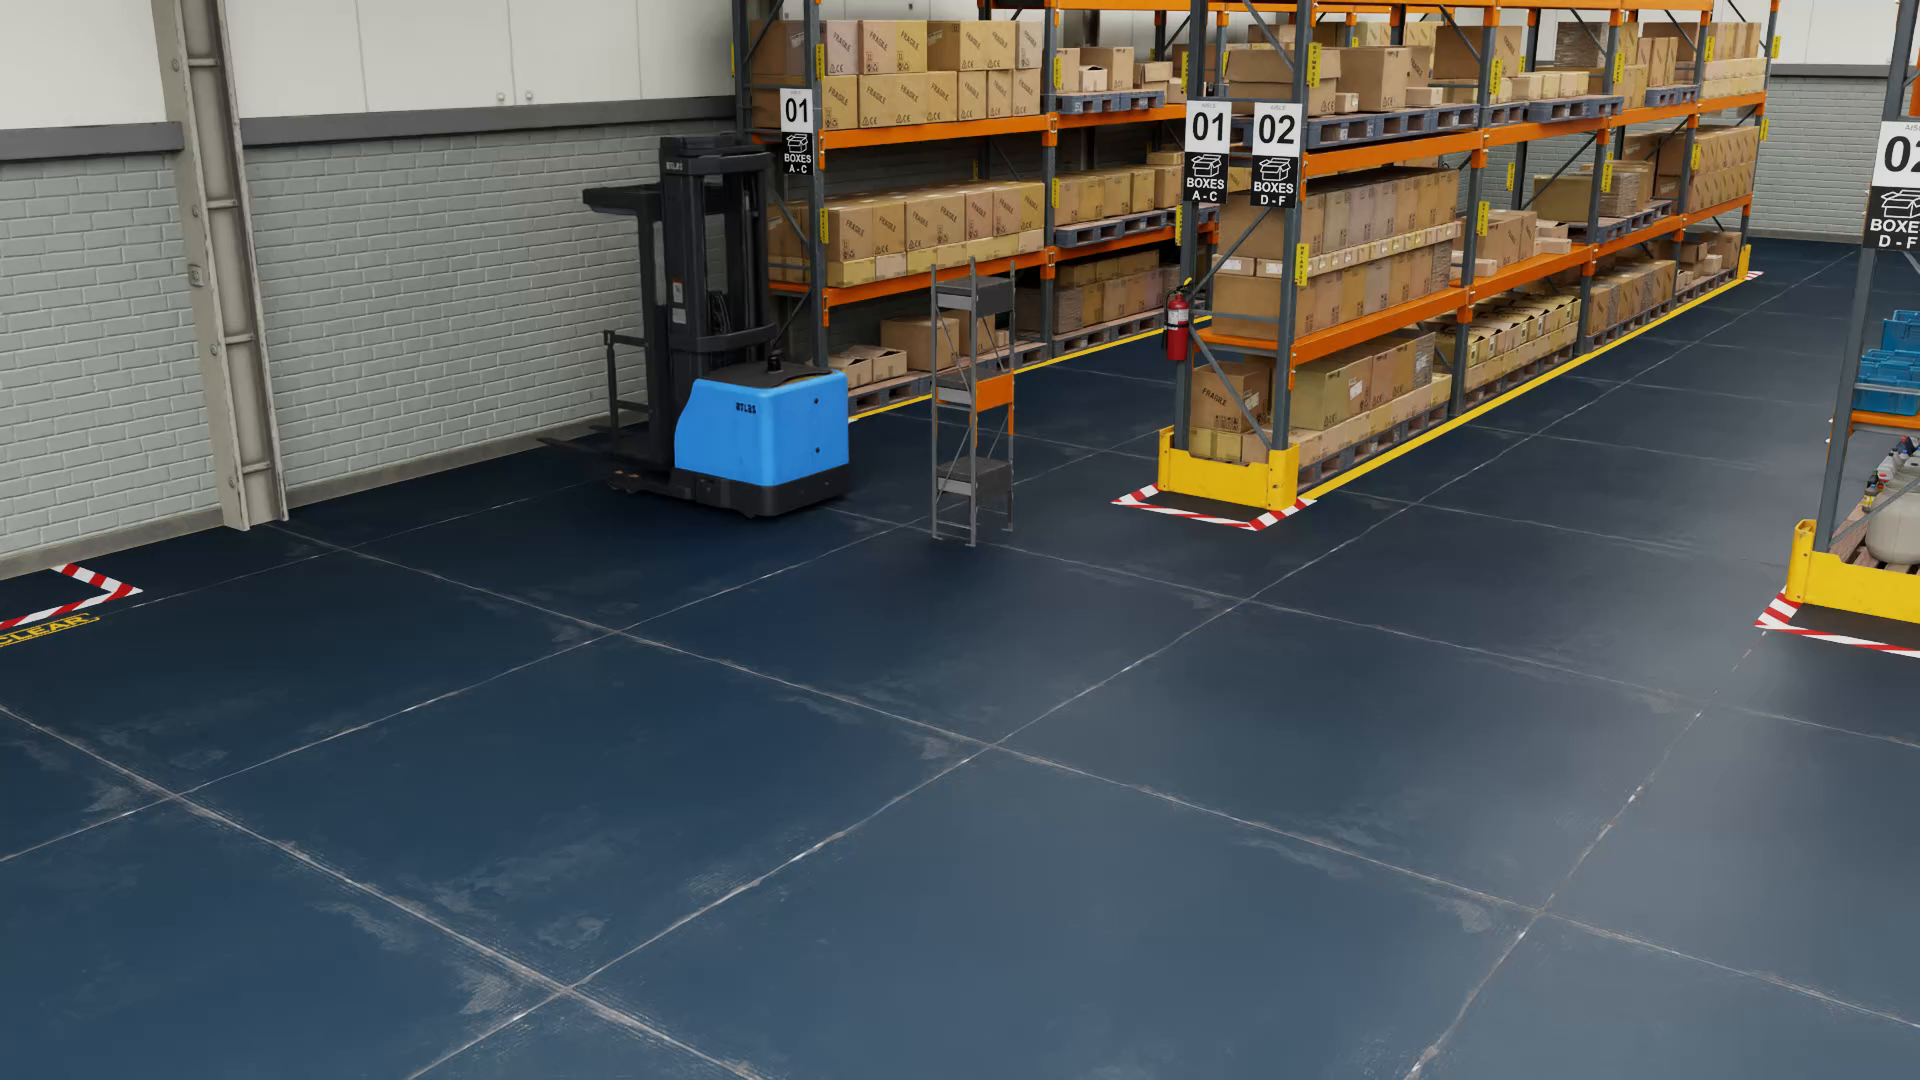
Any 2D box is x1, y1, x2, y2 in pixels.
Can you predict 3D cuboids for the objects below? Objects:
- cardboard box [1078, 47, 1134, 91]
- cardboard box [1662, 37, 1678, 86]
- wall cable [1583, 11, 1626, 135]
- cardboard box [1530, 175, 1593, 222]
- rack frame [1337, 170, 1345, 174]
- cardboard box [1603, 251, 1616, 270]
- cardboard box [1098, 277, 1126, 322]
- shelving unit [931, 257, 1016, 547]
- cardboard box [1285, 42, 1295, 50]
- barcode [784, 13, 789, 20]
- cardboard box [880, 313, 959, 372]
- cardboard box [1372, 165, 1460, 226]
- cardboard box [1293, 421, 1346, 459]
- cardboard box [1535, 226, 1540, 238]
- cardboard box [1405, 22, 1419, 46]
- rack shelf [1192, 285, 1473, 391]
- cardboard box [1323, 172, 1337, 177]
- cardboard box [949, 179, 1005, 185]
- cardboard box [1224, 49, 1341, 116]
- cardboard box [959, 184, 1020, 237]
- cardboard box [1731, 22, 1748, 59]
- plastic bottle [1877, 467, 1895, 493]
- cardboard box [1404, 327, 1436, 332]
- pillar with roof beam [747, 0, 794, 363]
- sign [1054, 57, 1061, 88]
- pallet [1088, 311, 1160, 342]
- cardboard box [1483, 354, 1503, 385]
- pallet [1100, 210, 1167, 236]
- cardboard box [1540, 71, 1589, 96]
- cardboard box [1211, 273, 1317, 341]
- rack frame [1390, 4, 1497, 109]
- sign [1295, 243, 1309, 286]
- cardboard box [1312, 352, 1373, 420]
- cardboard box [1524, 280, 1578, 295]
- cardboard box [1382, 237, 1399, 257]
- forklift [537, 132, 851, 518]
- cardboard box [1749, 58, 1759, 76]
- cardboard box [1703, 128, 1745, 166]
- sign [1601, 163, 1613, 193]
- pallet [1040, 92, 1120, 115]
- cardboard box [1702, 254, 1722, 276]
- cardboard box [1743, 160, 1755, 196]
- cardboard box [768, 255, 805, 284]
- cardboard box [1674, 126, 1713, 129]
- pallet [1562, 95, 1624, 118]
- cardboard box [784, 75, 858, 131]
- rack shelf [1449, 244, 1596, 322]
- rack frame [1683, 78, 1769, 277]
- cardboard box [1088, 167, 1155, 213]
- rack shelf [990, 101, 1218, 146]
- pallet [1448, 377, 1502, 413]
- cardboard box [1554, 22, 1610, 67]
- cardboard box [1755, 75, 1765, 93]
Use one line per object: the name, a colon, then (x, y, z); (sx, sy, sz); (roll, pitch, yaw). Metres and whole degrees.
cardboard box: (1.770, -5.729, 20.200); (0.500, 0.500, 0.500); (12, 21, 33)
cardboard box: (9.033, -6.291, 21.841); (0.600, 0.600, 0.600); (10, 20, 30)
wall cable: (11.452, -9.163, 32.311); (3.097, 2.526, 0.112); (12, 21, 35)
cardboard box: (7.293, -4.135, 20.124); (0.700, 0.500, 0.500); (5, 18, 16)
rack frame: (5.411, -5.544, 25.538); (1.000, 3.000, 0.127); (12, 21, 35)
cardboard box: (8.312, -3.734, 21.917); (0.500, 0.250, 0.500); (12, 21, 35)
cardboard box: (1.674, -3.079, 21.075); (0.700, 0.500, 0.500); (13, 21, 35)
shelving unit: (0.099, -1.042, 12.559); (0.431, 2.100, 0.503); (12, 21, 35)
cardboard box: (4.519, -6.900, 23.937); (0.700, 0.500, 0.500); (12, 21, 34)
barcode: (-1.717, -5.187, 16.467); (0.001, 0.075, 0.075); (12, 21, 35)
cardboard box: (-0.437, -2.153, 18.091); (0.700, 0.500, 0.500); (11, 20, 31)
cardboard box: (4.366, -3.324, 16.035); (0.700, 0.500, 0.500); (13, 21, 35)
cardboard box: (3.035, -0.907, 14.534); (0.500, 0.250, 0.500); (12, 21, 35)
cardboard box: (6.320, -3.495, 19.092); (0.500, 0.311, 0.500); (12, 21, 34)
cardboard box: (6.967, -7.998, 26.496); (0.500, 0.500, 0.500); (11, 21, 32)
rack shelf: (3.434, -1.944, 15.159); (1.077, 0.370, 4.000); (12, 21, 35)
cardboard box: (5.339, -5.589, 24.979); (0.500, 0.500, 0.500); (12, 21, 34)
cardboard box: (0.197, -3.859, 19.069); (0.500, 0.500, 0.500); (12, 21, 33)
cardboard box: (2.588, -3.697, 13.414); (0.797, 0.503, 0.637); (14, 22, 38)
cardboard box: (0.319, -3.647, 18.386); (0.500, 0.500, 0.500); (12, 21, 34)
cardboard box: (10.905, -7.212, 23.999); (0.700, 0.500, 0.500); (12, 21, 35)
plastic bottle: (7.132, -0.414, 12.871); (0.152, 0.276, 0.135); (13, 21, 35)
cardboard box: (4.636, -2.066, 17.322); (0.500, 0.311, 0.500); (12, 21, 35)
pillar with roof beam: (1.441, -5.110, 14.024); (9.100, 9.000, 0.400); (12, 21, 35)
sign: (1.085, -5.224, 18.578); (0.100, 0.325, 0.005); (12, 21, 35)
pallet: (1.834, -2.784, 21.354); (1.003, 0.211, 1.213); (12, 21, 35)
cardboard box: (5.370, -1.825, 17.492); (0.500, 0.250, 0.500); (13, 22, 36)
pallet: (1.882, -4.021, 20.957); (1.003, 0.211, 1.213); (12, 21, 35)
cardboard box: (6.784, -5.160, 18.789); (0.500, 0.250, 0.500); (11, 20, 31)
cardboard box: (2.530, -1.968, 13.854); (0.700, 0.500, 0.500); (12, 21, 35)
rack frame: (4.625, -5.629, 15.697); (1.000, 3.000, 0.127); (12, 21, 35)
sign: (2.684, -2.163, 13.058); (0.100, 0.325, 0.005); (12, 21, 35)
cardboard box: (3.324, -1.386, 14.813); (0.500, 0.500, 0.500); (12, 21, 35)
cardboard box: (7.377, -2.997, 20.811); (0.500, 0.500, 0.500); (13, 22, 37)
cardboard box: (3.722, -2.653, 14.966); (0.380, 0.149, 0.250); (13, 22, 36)
forklift: (-2.387, -1.900, 13.919); (3.031, 2.935, 1.130); (13, 21, 35)
cardboard box: (11.376, -6.935, 24.371); (0.500, 0.250, 0.500); (12, 21, 35)
cardboard box: (11.125, -5.748, 24.341); (0.500, 0.500, 0.500); (13, 22, 36)
sign: (7.456, -4.172, 19.169); (0.100, 0.325, 0.005); (12, 21, 35)
pallet: (1.098, -5.109, 19.398); (1.213, 0.211, 1.003); (12, 21, 35)
cardboard box: (11.059, -4.125, 24.864); (0.500, 0.250, 0.500); (12, 21, 35)
cardboard box: (11.727, -5.515, 25.277); (0.500, 0.500, 0.500); (13, 22, 36)
cardboard box: (-1.616, -2.769, 16.822); (0.500, 0.250, 0.500); (13, 21, 35)
cardboard box: (10.994, -5.962, 25.031); (0.500, 0.500, 0.500); (13, 21, 35)
pallet: (6.676, -4.882, 18.666); (1.213, 0.211, 1.003); (14, 22, 37)
cardboard box: (-1.339, -4.211, 15.986); (0.500, 0.500, 0.500); (13, 22, 36)
rack shelf: (5.817, -2.897, 18.227); (1.077, 0.370, 4.000); (12, 21, 35)
rack frame: (11.775, -5.622, 25.790); (1.000, 3.000, 0.127); (12, 21, 35)
cardboard box: (2.032, -4.435, 21.056); (0.700, 0.500, 0.500); (12, 21, 35)
rack shelf: (1.836, -5.204, 20.598); (1.077, 0.370, 4.000); (12, 21, 35)
pallet: (5.033, -1.615, 17.587); (1.003, 0.211, 1.213); (12, 21, 35)
cardboard box: (7.274, -5.777, 19.377); (0.500, 0.500, 0.500); (12, 21, 35)
cardboard box: (11.681, -6.814, 24.823); (0.500, 0.250, 0.500); (12, 21, 35)
